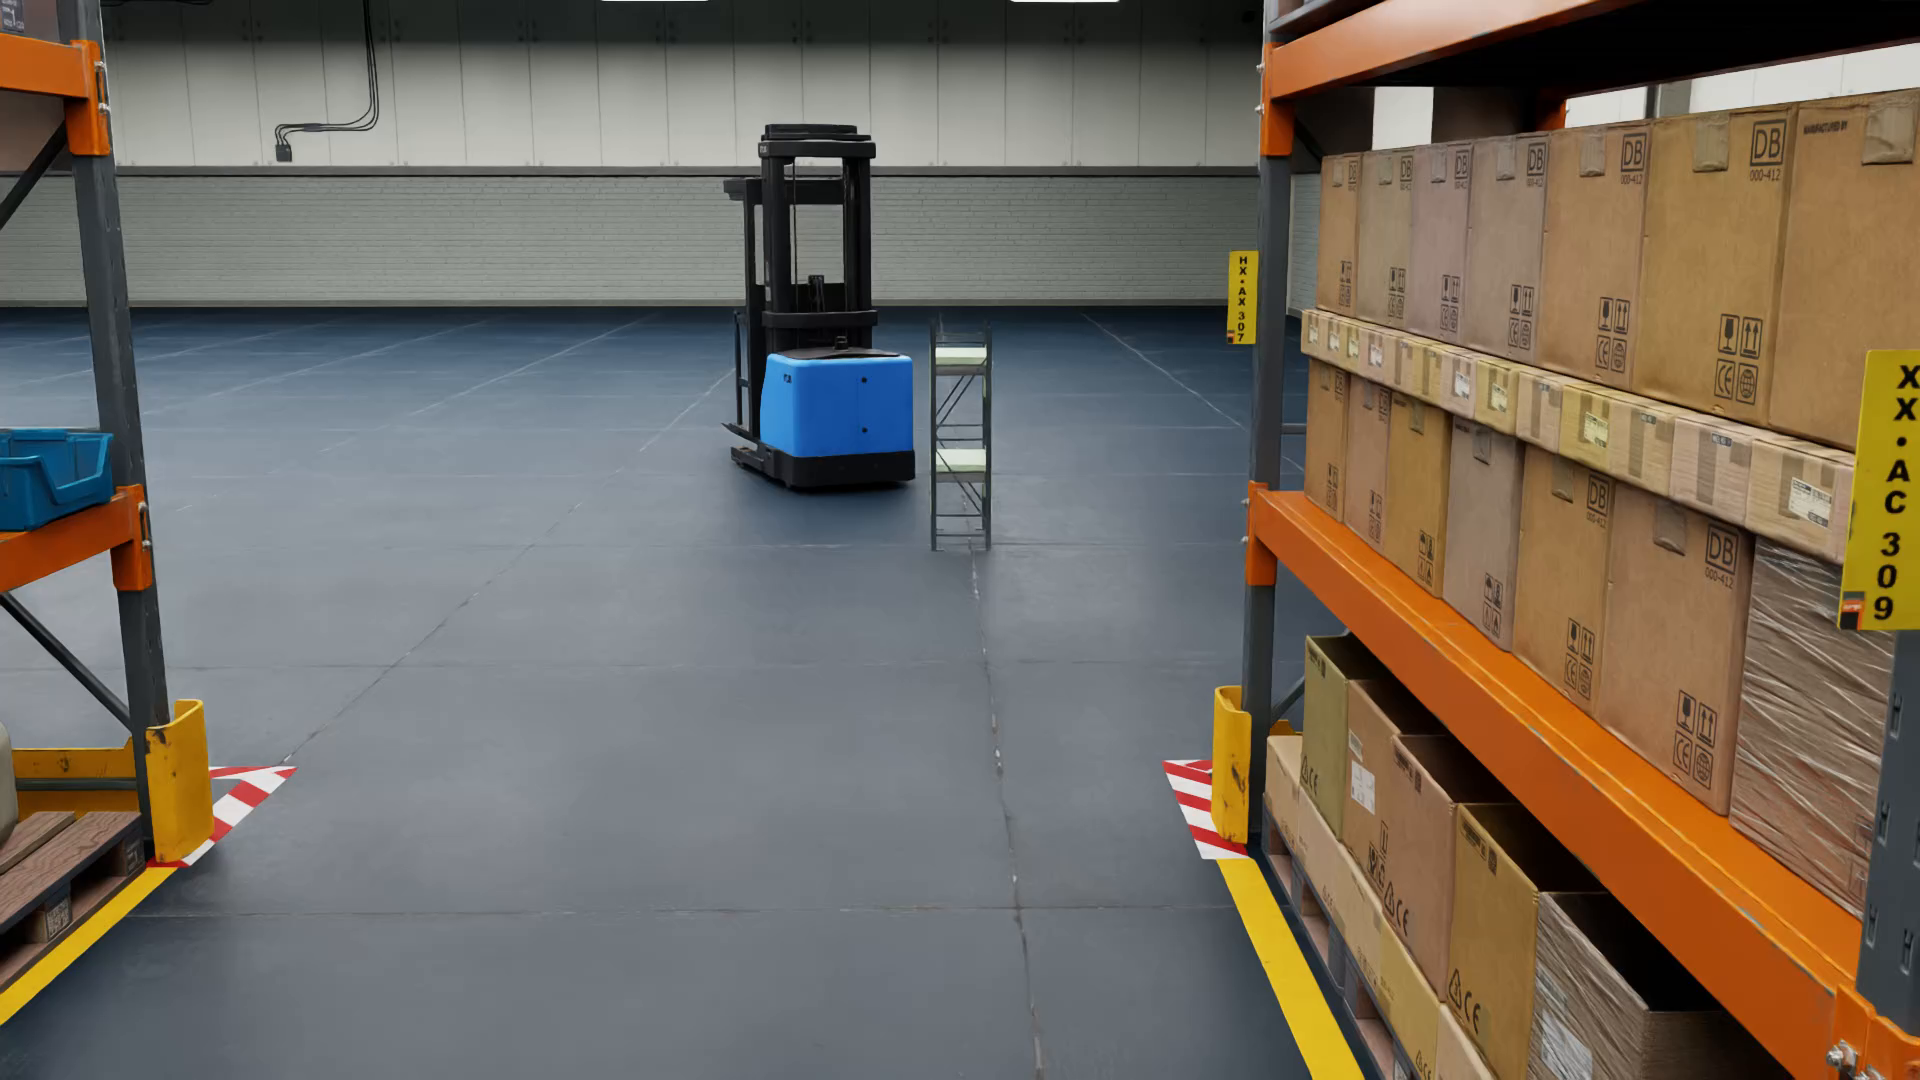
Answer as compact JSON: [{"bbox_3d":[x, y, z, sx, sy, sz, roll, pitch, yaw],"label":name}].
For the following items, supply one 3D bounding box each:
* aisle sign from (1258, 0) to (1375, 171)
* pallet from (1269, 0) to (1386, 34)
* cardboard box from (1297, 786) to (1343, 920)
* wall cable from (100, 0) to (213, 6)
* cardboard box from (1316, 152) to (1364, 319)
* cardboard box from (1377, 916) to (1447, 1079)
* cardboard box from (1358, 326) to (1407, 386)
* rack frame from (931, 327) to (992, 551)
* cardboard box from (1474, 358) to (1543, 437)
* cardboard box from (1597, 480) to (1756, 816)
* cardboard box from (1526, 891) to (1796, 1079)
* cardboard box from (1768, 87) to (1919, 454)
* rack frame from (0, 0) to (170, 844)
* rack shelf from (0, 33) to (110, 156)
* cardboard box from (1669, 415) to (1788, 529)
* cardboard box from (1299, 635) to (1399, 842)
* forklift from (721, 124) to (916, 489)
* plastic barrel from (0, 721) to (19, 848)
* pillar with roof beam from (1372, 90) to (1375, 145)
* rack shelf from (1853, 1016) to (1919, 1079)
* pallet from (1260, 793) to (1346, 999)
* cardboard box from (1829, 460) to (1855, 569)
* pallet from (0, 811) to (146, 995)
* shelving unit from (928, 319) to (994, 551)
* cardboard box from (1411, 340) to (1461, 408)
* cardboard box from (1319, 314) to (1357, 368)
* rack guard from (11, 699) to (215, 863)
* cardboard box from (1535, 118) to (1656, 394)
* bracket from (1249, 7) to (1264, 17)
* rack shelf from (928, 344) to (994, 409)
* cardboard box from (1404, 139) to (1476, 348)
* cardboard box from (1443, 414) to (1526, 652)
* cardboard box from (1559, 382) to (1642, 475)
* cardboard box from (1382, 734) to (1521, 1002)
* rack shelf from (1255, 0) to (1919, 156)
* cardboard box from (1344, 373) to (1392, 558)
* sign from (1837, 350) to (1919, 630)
[{"bbox_3d":[1.239,-1.676,5.736,0.394,0.787,0.004,0,11,-1],"label":"aisle sign"},{"bbox_3d":[1.536,-1.676,4.953,1.003,0.211,1.213,0,11,-1],"label":"pallet"},{"bbox_3d":[1.350,0.959,5.148,0.500,0.250,0.500,0,11,-1],"label":"cardboard box"},{"bbox_3d":[-17.674,-12.847,35.917,3.097,2.526,0.112,0,11,-1],"label":"wall cable"},{"bbox_3d":[1.545,-0.971,5.288,0.700,0.500,0.500,0,11,-1],"label":"cardboard box"},{"bbox_3d":[1.365,1.158,4.168,0.500,0.250,0.500,0,11,-1],"label":"cardboard box"},{"bbox_3d":[1.355,-0.526,4.722,0.380,0.149,0.250,0,11,-2],"label":"cardboard box"},{"bbox_3d":[0.007,-0.664,11.058,0.400,1.500,0.023,0,11,-1],"label":"rack frame"},{"bbox_3d":[1.377,-0.320,3.709,0.380,0.149,0.250,0,11,1],"label":"cardboard box"},{"bbox_3d":[1.597,0.163,2.958,0.700,0.500,0.500,0,11,-2],"label":"cardboard box"},{"bbox_3d":[1.403,0.989,3.114,0.500,0.500,0.500,0,11,-1],"label":"cardboard box"},{"bbox_3d":[1.614,-0.368,2.312,0.700,0.500,0.500,0,11,-1],"label":"cardboard box"},{"bbox_3d":[-3.405,-0.370,5.839,1.000,3.000,0.127,0,11,-1],"label":"rack frame"},{"bbox_3d":[-3.364,-1.090,3.653,1.077,0.370,4.000,0,11,-1],"label":"rack shelf"},{"bbox_3d":[1.399,-0.116,2.703,0.380,0.149,0.250,-1,11,-3],"label":"cardboard box"},{"bbox_3d":[1.348,0.591,5.073,0.500,0.500,0.500,0,11,-1],"label":"cardboard box"},{"bbox_3d":[-1.404,-2.102,14.549,1.130,2.935,3.031,-5,12,-22],"label":"forklift"},{"bbox_3d":[-3.315,0.774,5.402,0.421,0.512,0.421,0,11,0],"label":"plastic barrel"},{"bbox_3d":[2.579,-7.968,28.204,9.100,9.000,0.400,0,11,-1],"label":"pillar with roof beam"},{"bbox_3d":[1.671,1.155,0.129,1.077,0.370,4.000,0,11,-1],"label":"rack shelf"},{"bbox_3d":[1.605,1.129,5.465,1.003,0.211,1.213,0,11,-1],"label":"pallet"},{"bbox_3d":[1.410,-0.015,2.204,0.380,0.149,0.250,0,11,-1],"label":"cardboard box"},{"bbox_3d":[-3.345,1.173,5.247,1.003,0.211,1.213,0,11,-1],"label":"pallet"},{"bbox_3d":[0.000,-0.736,11.417,0.431,1.500,0.755,0,11,-1],"label":"shelving unit"},{"bbox_3d":[1.368,-0.422,4.211,0.380,0.149,0.250,0,11,-2],"label":"cardboard box"},{"bbox_3d":[1.348,-0.625,5.214,0.380,0.149,0.250,-1,11,-3],"label":"cardboard box"},{"bbox_3d":[-3.357,0.870,6.014,1.175,0.500,0.348,0,11,-1],"label":"rack guard"},{"bbox_3d":[1.593,-0.568,3.298,0.700,0.500,0.500,0,11,-1],"label":"cardboard box"},{"bbox_3d":[6.359,-11.378,35.955,0.076,0.066,3.189,0,11,-1],"label":"bracket"},{"bbox_3d":[0.000,-1.119,11.339,0.431,0.370,0.720,0,11,-1],"label":"rack shelf"},{"bbox_3d":[1.572,-0.766,4.278,0.700,0.500,0.500,0,11,-1],"label":"cardboard box"},{"bbox_3d":[1.579,-0.038,3.952,0.700,0.500,0.500,0,11,1],"label":"cardboard box"},{"bbox_3d":[1.391,-0.217,3.201,0.380,0.149,0.250,0,11,-1],"label":"cardboard box"},{"bbox_3d":[1.364,0.790,4.093,0.500,0.500,0.500,0,11,-1],"label":"cardboard box"},{"bbox_3d":[1.588,-1.110,3.750,1.077,0.370,4.000,0,11,-1],"label":"rack shelf"},{"bbox_3d":[1.559,-0.242,4.954,0.700,0.500,0.500,0,11,0],"label":"cardboard box"},{"bbox_3d":[1.075,-0.055,1.910,0.100,0.325,0.005,0,11,-1],"label":"sign"}]
